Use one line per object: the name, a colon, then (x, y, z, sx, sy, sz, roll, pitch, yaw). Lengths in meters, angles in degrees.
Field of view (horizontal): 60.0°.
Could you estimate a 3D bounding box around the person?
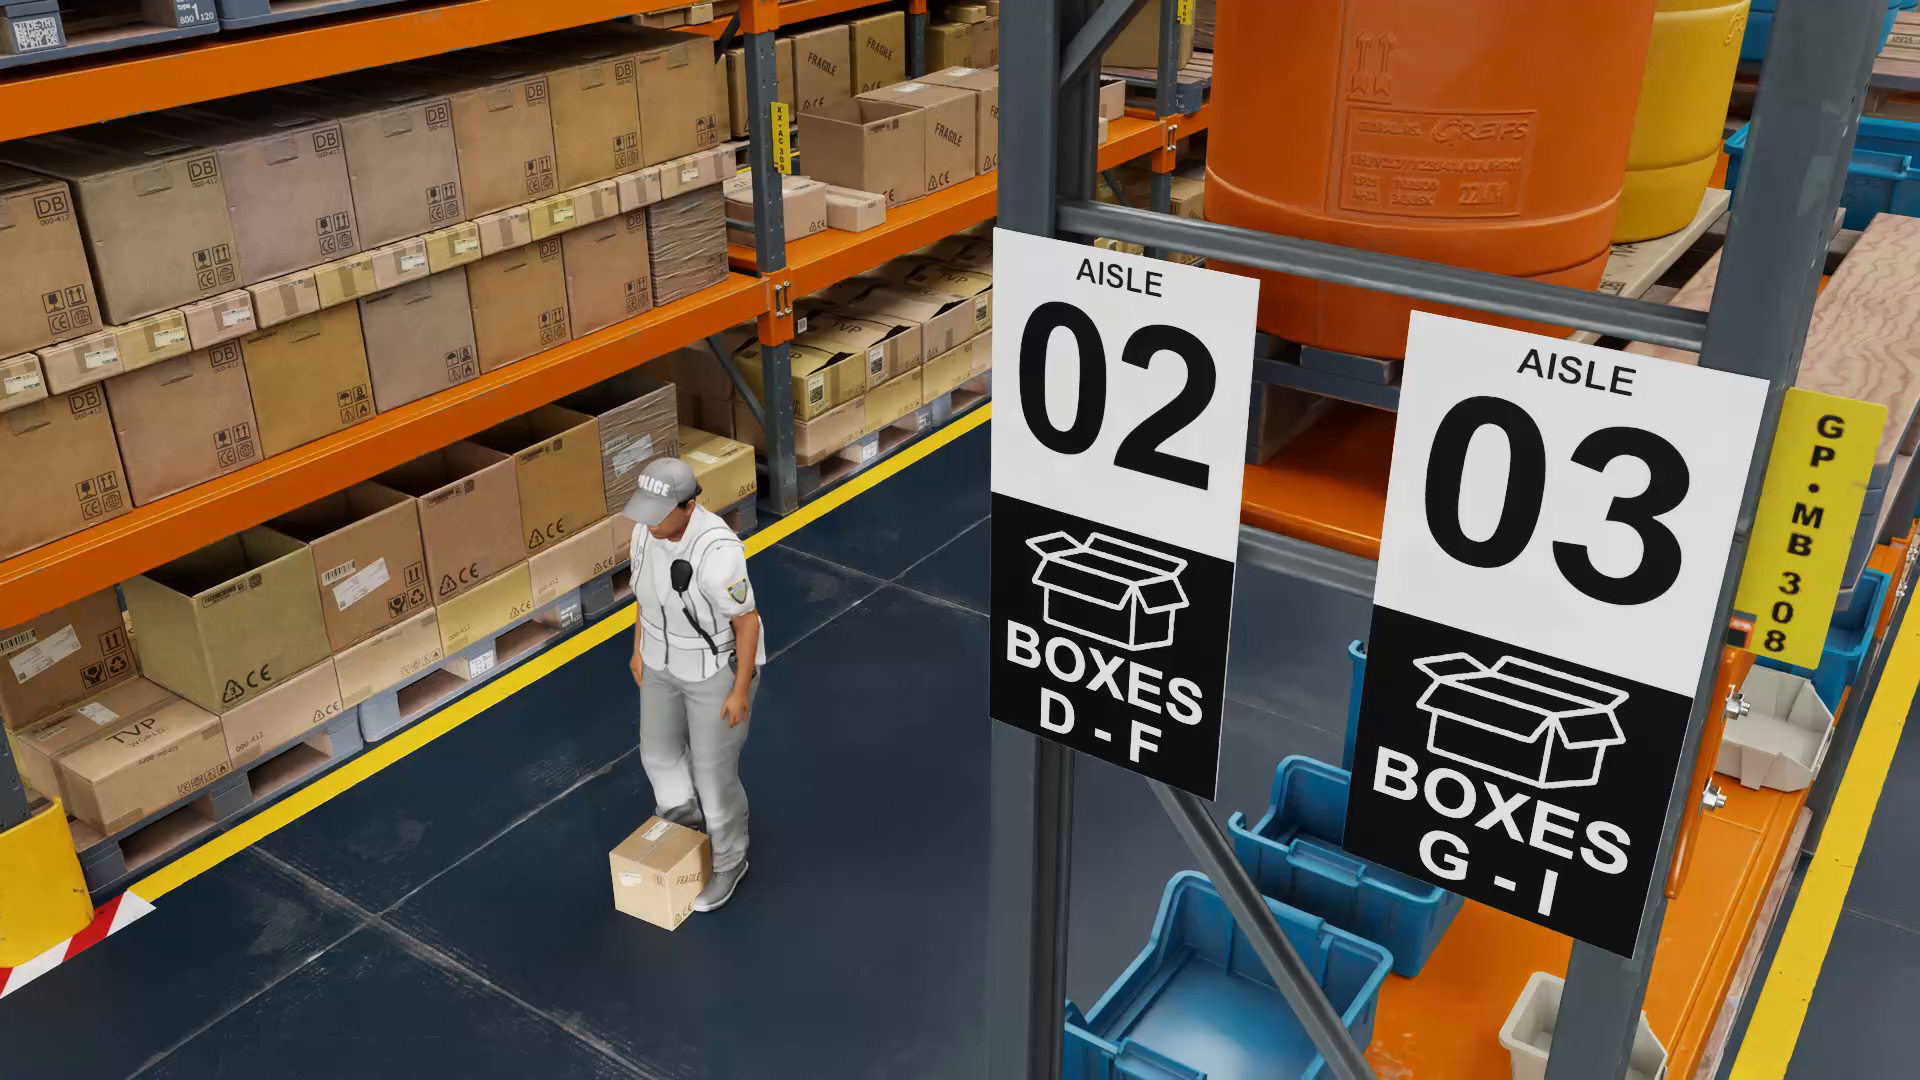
person: (-0.928, 0.459, 5.714, 0.537, 1.665, 0.468, 17, 32, 30)
